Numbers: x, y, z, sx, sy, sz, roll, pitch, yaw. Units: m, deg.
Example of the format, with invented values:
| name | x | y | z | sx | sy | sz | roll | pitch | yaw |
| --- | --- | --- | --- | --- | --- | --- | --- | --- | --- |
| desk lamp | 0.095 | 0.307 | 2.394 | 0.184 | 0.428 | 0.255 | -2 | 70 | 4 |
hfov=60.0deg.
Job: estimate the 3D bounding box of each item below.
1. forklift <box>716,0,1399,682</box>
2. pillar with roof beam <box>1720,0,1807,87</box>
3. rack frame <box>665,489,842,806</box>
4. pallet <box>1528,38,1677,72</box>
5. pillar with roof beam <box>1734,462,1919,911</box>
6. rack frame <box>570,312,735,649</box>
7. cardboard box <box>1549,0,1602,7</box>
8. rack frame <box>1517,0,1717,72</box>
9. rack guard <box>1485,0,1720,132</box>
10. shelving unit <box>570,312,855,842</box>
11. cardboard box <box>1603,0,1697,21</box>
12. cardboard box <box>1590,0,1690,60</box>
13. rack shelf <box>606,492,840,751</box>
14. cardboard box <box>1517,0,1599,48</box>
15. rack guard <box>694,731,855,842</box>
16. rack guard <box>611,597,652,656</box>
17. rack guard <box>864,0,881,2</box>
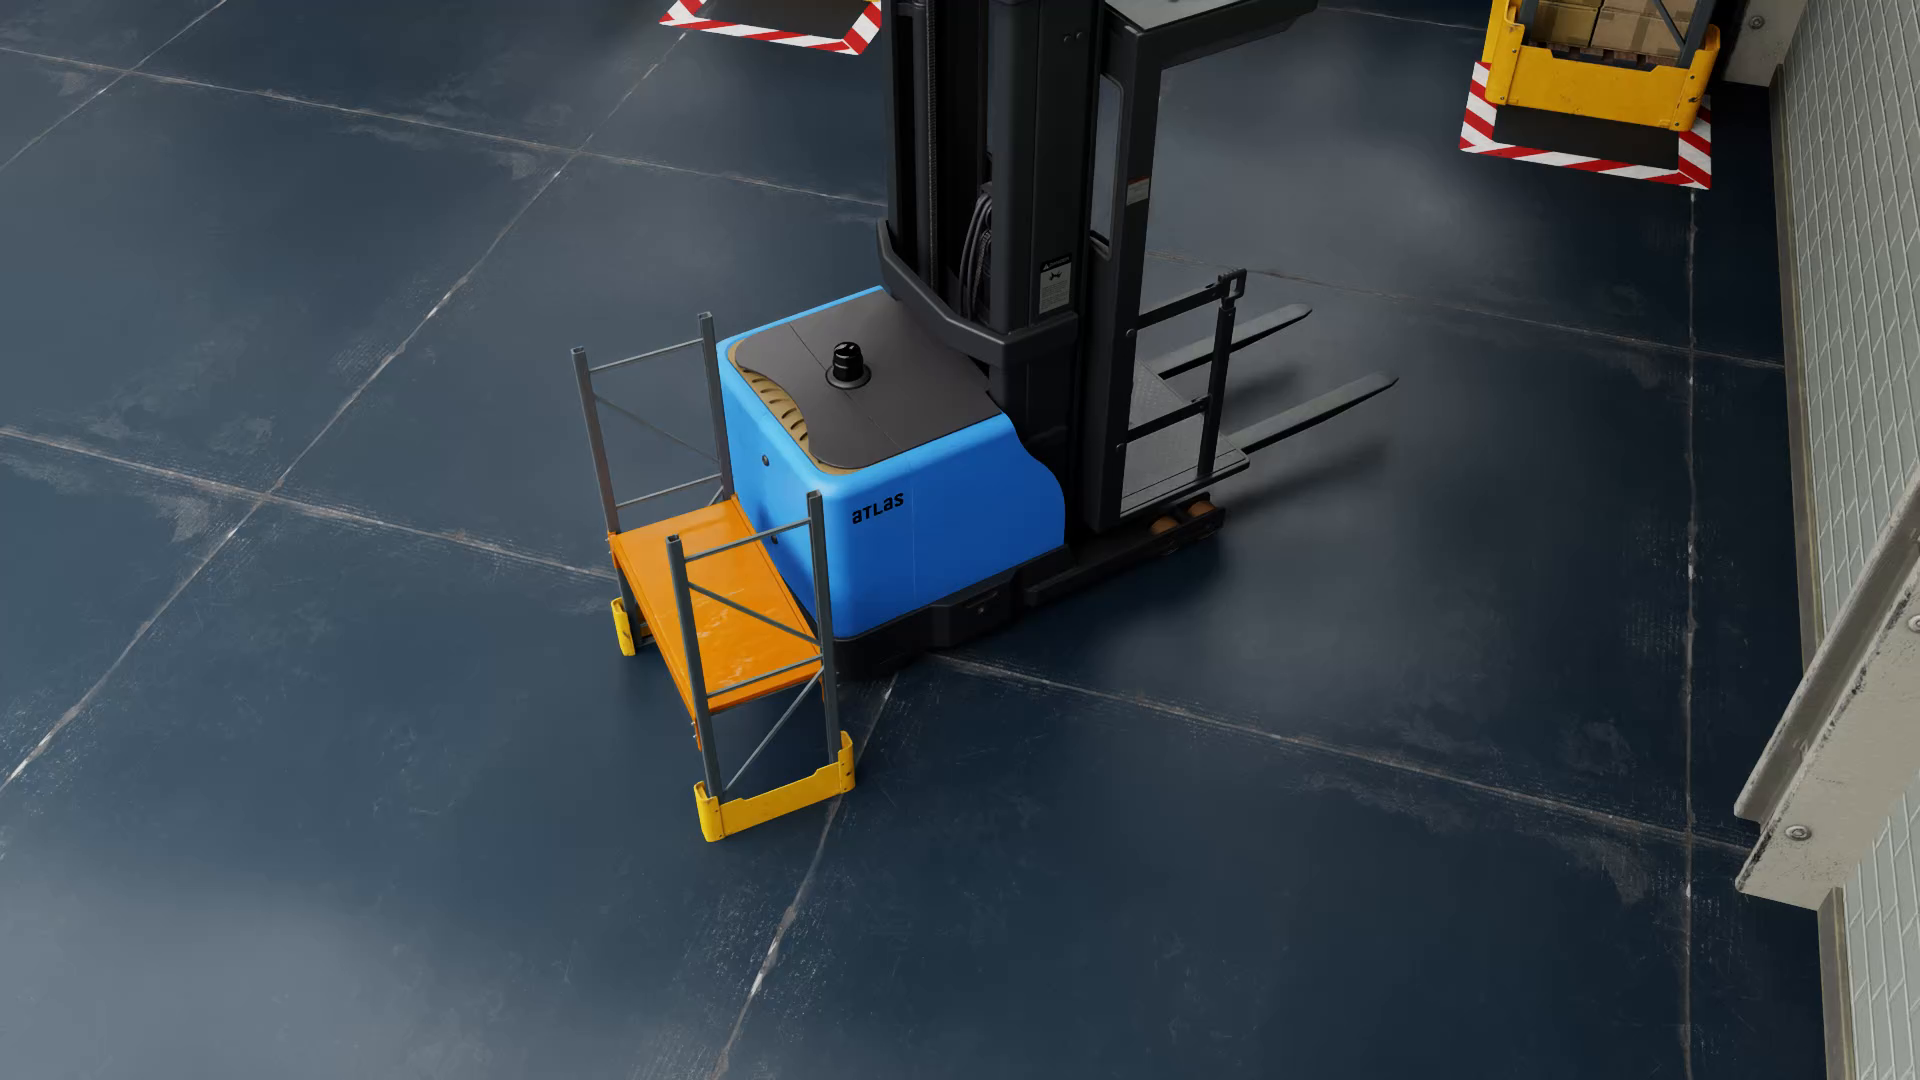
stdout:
| name | x | y | z | sx | sy | sz | roll | pitch | yaw |
| --- | --- | --- | --- | --- | --- | --- | --- | --- | --- |
| forklift | 0.539 | -1.277 | 6.358 | 3.031 | 2.935 | 1.130 | -23 | 49 | -22 |
| pillar with roof beam | 0.665 | -6.987 | 7.855 | 9.100 | 9.000 | 0.400 | 13 | 46 | 13 |
| rack frame | -0.659 | 0.462 | 5.605 | 0.500 | 1.500 | 0.032 | -18 | 47 | -18 |
| pallet | 3.890 | -3.180 | 10.247 | 1.003 | 0.211 | 1.213 | 13 | 46 | 13 |
| pillar with roof beam | -1.152 | -2.988 | 3.768 | 9.100 | 9.000 | 0.400 | 13 | 46 | 13 |
| rack frame | -1.097 | -0.180 | 6.260 | 0.500 | 1.500 | 0.032 | -18 | 47 | -18 |
| cardboard box | 3.548 | -3.394 | 9.781 | 0.500 | 0.250 | 0.500 | 12 | 46 | 12 |
| rack frame | 3.698 | -3.658 | 8.742 | 1.000 | 3.000 | 0.127 | 13 | 46 | 13 |
| rack guard | 3.691 | -2.748 | 9.600 | 1.175 | 0.500 | 0.348 | 13 | 46 | 13 |
| shelving unit | -0.882 | 0.135 | 5.938 | 0.587 | 1.500 | 1.083 | -18 | 47 | -18 |
| cardboard box | 4.039 | -3.273 | 9.658 | 0.500 | 0.250 | 0.500 | 13 | 46 | 13 |
| cardboard box | 4.034 | -3.111 | 9.849 | 0.500 | 0.250 | 0.500 | 13 | 46 | 13 |
| rack shelf | -0.878 | 0.270 | 6.058 | 0.538 | 0.185 | 1.000 | -18 | 47 | -18 |
| cardboard box | 3.540 | -3.205 | 9.946 | 0.500 | 0.250 | 0.500 | 13 | 46 | 13 |
| rack guard | -0.667 | 0.896 | 6.054 | 0.587 | 0.250 | 0.087 | -18 | 47 | -18 |
| rack guard | -1.096 | 0.268 | 6.697 | 0.587 | 0.250 | 0.087 | -18 | 47 | -18 |
| rack guard | -1.010 | -3.864 | 10.740 | 1.175 | 0.500 | 0.348 | 13 | 46 | 13 |
